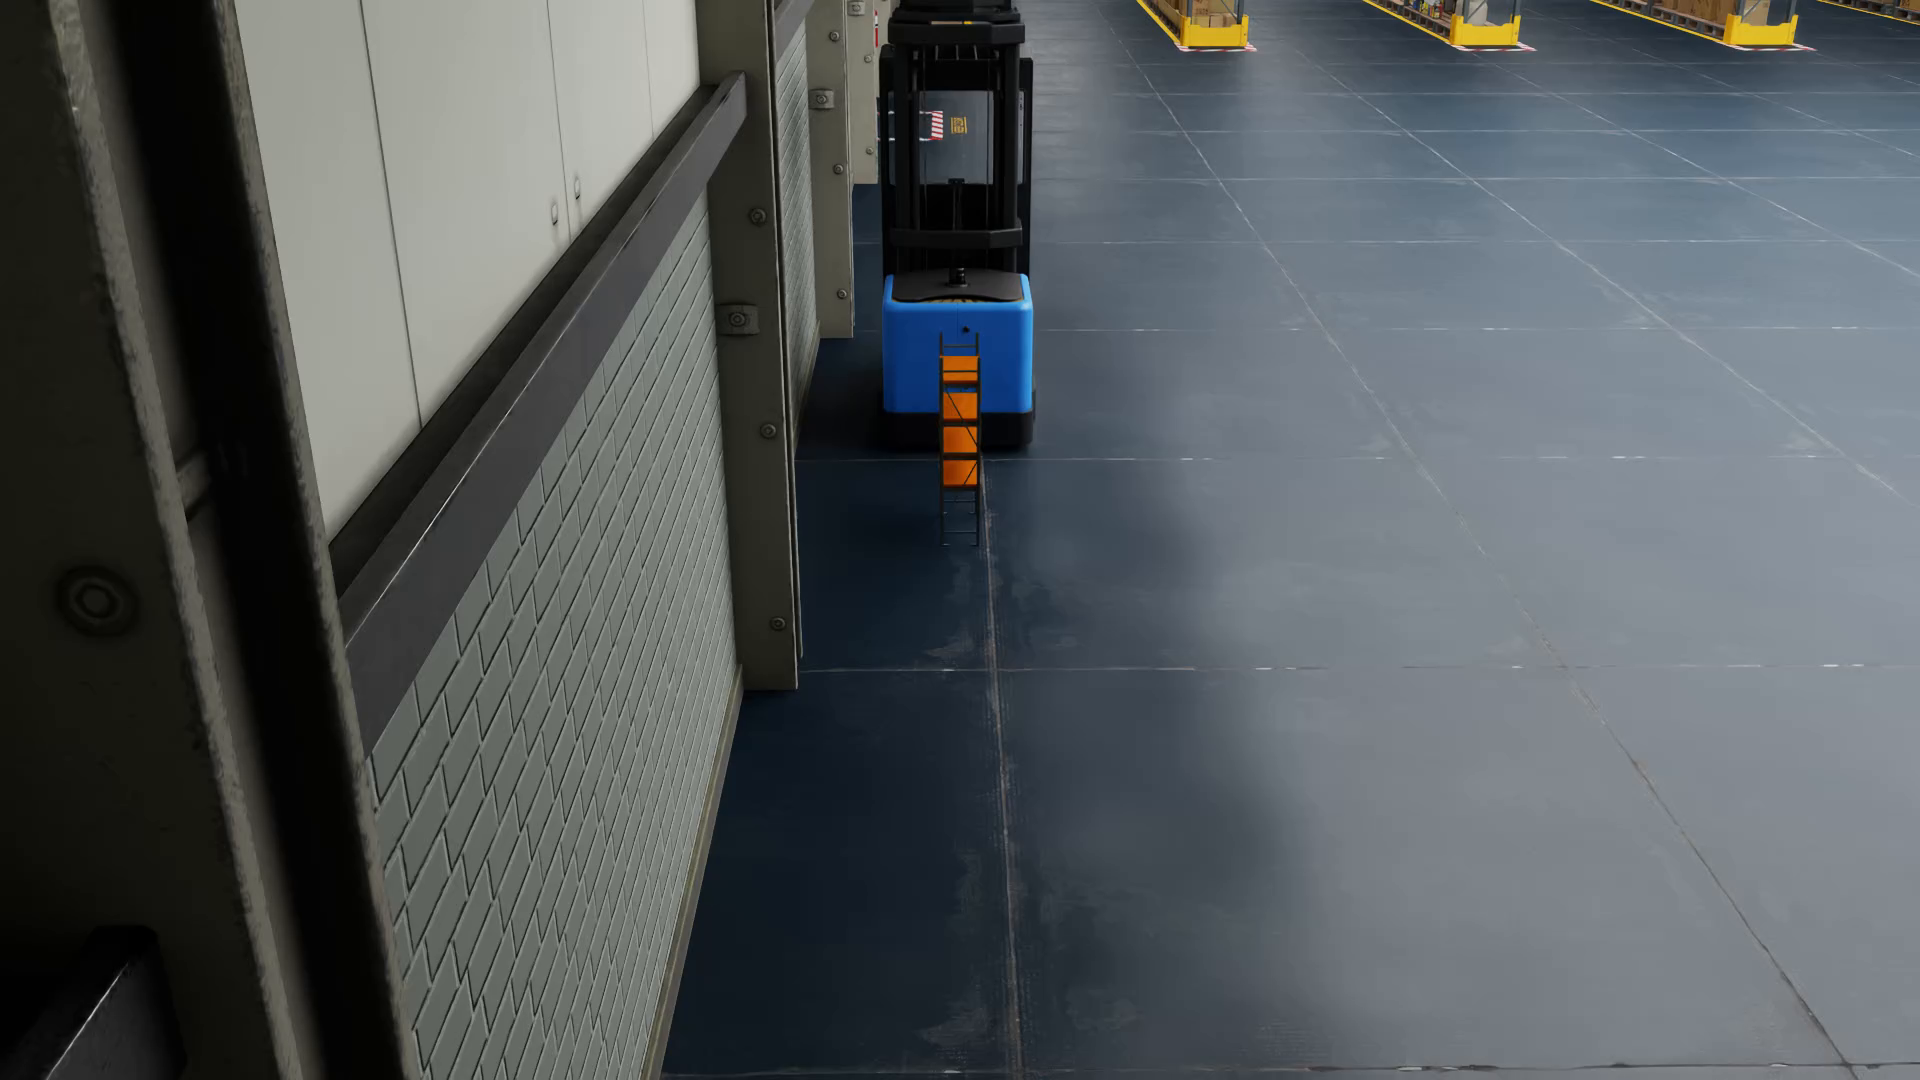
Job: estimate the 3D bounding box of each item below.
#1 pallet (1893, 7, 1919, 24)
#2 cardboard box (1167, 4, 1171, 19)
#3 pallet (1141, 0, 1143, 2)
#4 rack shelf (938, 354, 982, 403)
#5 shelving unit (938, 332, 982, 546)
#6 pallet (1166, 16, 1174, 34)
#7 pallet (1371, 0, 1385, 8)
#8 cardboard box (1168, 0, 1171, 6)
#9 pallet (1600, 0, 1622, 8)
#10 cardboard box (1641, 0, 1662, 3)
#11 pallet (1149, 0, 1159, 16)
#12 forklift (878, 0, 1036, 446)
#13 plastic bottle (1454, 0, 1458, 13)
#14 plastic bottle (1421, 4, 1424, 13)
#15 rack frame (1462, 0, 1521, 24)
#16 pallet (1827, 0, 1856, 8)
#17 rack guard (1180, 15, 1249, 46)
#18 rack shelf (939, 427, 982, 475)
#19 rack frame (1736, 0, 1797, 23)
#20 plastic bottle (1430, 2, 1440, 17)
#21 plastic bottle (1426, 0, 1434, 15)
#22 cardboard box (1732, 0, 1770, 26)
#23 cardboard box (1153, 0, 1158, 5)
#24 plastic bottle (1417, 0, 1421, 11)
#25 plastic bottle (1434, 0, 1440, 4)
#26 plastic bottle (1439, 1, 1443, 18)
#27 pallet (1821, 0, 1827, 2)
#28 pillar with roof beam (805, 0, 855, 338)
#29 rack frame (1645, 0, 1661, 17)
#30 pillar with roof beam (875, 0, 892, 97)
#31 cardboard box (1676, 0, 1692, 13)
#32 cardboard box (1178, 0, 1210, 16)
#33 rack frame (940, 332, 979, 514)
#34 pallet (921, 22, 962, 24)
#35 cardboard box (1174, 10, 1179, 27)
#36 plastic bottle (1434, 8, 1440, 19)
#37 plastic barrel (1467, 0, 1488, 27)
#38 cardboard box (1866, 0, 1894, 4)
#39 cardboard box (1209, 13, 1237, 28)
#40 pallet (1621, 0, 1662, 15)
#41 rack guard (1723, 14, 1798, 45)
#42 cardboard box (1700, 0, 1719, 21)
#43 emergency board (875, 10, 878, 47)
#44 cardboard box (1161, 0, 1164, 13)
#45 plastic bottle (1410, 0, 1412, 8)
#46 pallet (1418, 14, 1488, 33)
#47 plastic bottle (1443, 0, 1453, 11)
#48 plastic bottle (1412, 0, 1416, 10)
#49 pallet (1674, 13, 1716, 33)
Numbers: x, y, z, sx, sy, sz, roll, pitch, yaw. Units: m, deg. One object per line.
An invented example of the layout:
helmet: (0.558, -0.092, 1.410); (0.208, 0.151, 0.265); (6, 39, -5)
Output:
pallet: (19.321, -10.395, 32.978); (1.003, 0.211, 1.213); (0, 24, -1)
cardboard box: (4.238, -10.084, 31.733); (0.500, 0.250, 0.500); (0, 24, -1)
pallet: (4.451, -11.994, 36.514); (1.003, 0.211, 1.213); (0, 24, -1)
rack shelf: (-0.002, -0.973, 9.992); (0.258, 0.148, 0.480); (0, 24, -1)
shelving unit: (-0.002, -0.615, 10.154); (0.258, 1.200, 0.503); (0, 24, -1)
pallet: (4.507, -9.854, 31.780); (1.003, 0.211, 1.213); (0, 24, -1)
pallet: (9.414, -11.534, 35.495); (1.003, 0.211, 1.213); (0, 24, -1)
cardboard box: (4.235, -10.426, 31.578); (0.500, 0.500, 0.500); (0, 24, -1)
pallet: (14.404, -11.553, 35.538); (1.003, 0.211, 1.213); (0, 24, -1)
cardboard box: (14.445, -11.314, 34.124); (0.700, 0.500, 0.500); (-2, 24, -5)
pallet: (4.477, -10.989, 34.291); (1.003, 0.211, 1.213); (0, 24, -1)
forklift: (-0.031, -2.547, 12.324); (1.130, 2.935, 3.031); (0, 24, -1)
plastic bottle: (9.670, -10.396, 32.357); (0.061, 0.283, 0.133); (0, 24, -1)
plastic bottle: (9.053, -10.373, 32.407); (0.097, 0.201, 0.097); (0, 24, 0)
rack frame: (9.521, -10.328, 29.447); (1.000, 3.000, 0.127); (0, 24, -1)
pallet: (19.291, -11.531, 35.489); (1.003, 0.211, 1.213); (0, 24, -1)
rack guard: (4.568, -9.159, 29.894); (1.175, 0.500, 0.348); (0, 24, -1)
rack shelf: (-0.002, -0.554, 10.181); (0.258, 0.148, 0.480); (0, 24, -1)
rack frame: (14.474, -10.351, 29.496); (1.000, 3.000, 0.127); (0, 24, -1)
plastic bottle: (9.087, -10.147, 31.816); (0.152, 0.276, 0.135); (0, 24, 0)
plastic bottle: (9.080, -10.306, 32.078); (0.144, 0.351, 0.185); (1, 24, 2)
cardboard box: (14.484, -9.660, 30.493); (0.500, 0.500, 0.500); (4, 25, 9)
cardboard box: (4.230, -11.064, 33.900); (0.500, 0.250, 0.500); (0, 24, -1)
plastic bottle: (9.073, -10.558, 32.635); (0.144, 0.351, 0.185); (-1, 24, -3)
plastic bottle: (9.226, -10.360, 32.287); (0.152, 0.276, 0.135); (0, 24, -1)
plastic bottle: (9.194, -10.151, 31.816); (0.061, 0.283, 0.133); (0, 24, -1)
pallet: (19.280, -12.032, 36.597); (1.003, 0.211, 1.213); (0, 24, -1)
pillar with roof beam: (3.243, -5.904, 12.384); (9.100, 9.000, 0.400); (0, 24, -1)
rack frame: (14.430, -11.999, 33.140); (1.000, 3.000, 0.127); (0, 24, -1)
pillar with roof beam: (3.112, -10.849, 23.317); (9.100, 9.000, 0.400); (0, 24, -1)
cardboard box: (14.408, -10.650, 32.682); (0.500, 0.500, 0.500); (8, 25, 16)
cardboard box: (4.265, -9.808, 30.212); (0.500, 0.500, 0.500); (0, 24, -1)
rack frame: (-0.004, -0.715, 10.376); (0.240, 1.200, 0.015); (0, 24, -1)
pallet: (-0.360, -9.380, 30.732); (1.003, 0.211, 1.213); (0, 24, -1)
cardboard box: (4.249, -9.672, 30.822); (0.500, 0.250, 0.500); (0, 24, -1)
plastic bottle: (9.063, -10.009, 31.601); (0.097, 0.201, 0.097); (0, 24, 0)
plastic barrel: (9.437, -9.657, 30.472); (0.421, 0.512, 0.421); (0, 24, 0)
cardboard box: (19.294, -11.401, 34.039); (1.050, 0.750, 0.750); (0, 24, -1)
cardboard box: (4.784, -9.468, 30.372); (0.500, 0.250, 0.500); (0, 24, -1)
pallet: (14.420, -11.049, 34.424); (1.003, 0.211, 1.213); (0, 24, -1)
rack guard: (14.473, -9.243, 30.080); (1.175, 0.500, 0.348); (0, 24, -1)
cardboard box: (14.455, -10.165, 31.608); (0.500, 0.500, 0.500); (2, 24, 4)
emergency board: (-1.204, -7.078, 22.259); (0.194, 1.169, 0.643); (0, 24, -1)
cardboard box: (4.227, -10.496, 32.644); (0.500, 0.250, 0.500); (0, 24, -1)
plastic bottle: (9.044, -10.727, 33.190); (0.097, 0.201, 0.097); (0, 24, 0)
pallet: (9.459, -9.925, 31.939); (1.003, 0.211, 1.213); (0, 24, -1)
plastic bottle: (9.627, -10.582, 32.778); (0.152, 0.276, 0.135); (0, 24, -1)
plastic bottle: (9.073, -10.670, 32.973); (0.152, 0.276, 0.135); (1, 24, 1)
pallet: (14.489, -9.948, 31.989); (1.003, 0.211, 1.213); (0, 24, -1)
